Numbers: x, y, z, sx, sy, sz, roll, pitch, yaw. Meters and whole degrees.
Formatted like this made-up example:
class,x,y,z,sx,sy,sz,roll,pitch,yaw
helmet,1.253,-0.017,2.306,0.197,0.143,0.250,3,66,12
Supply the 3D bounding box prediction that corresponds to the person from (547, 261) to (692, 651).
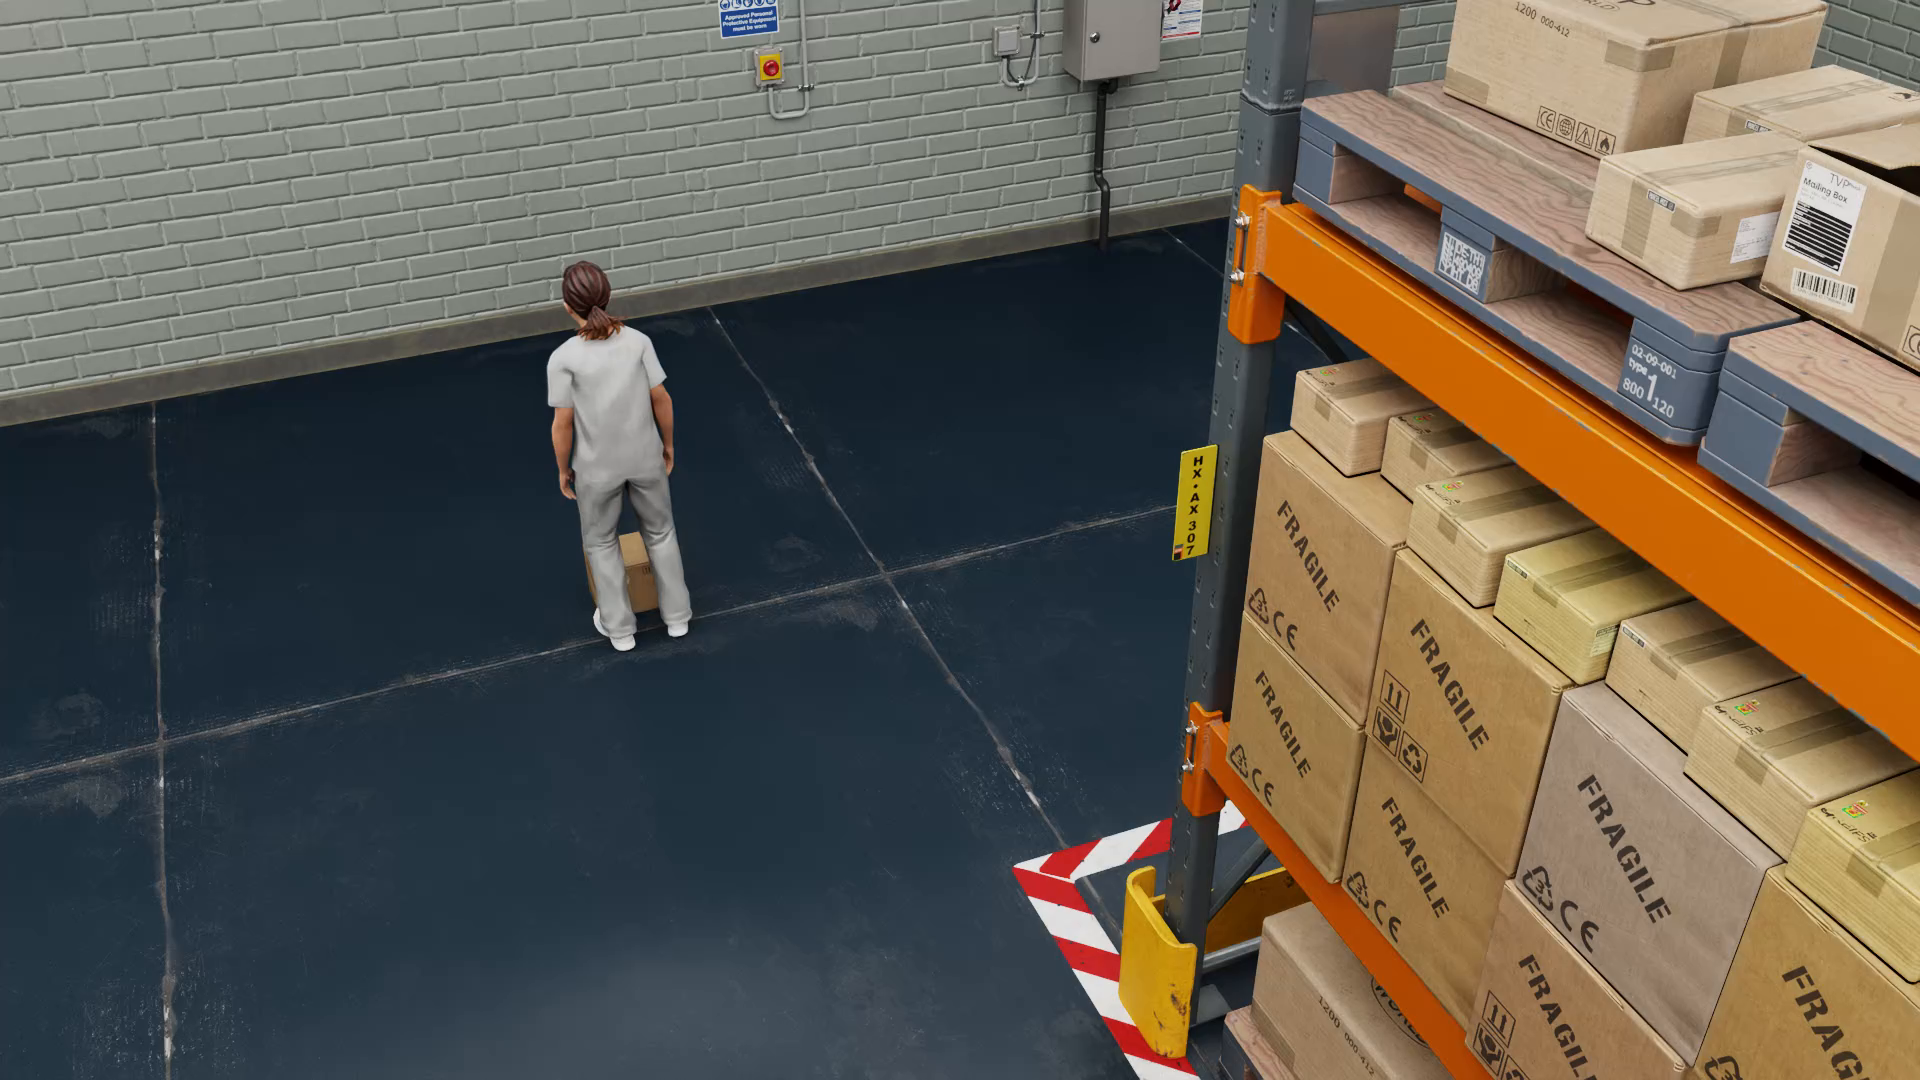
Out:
class,x,y,z,sx,sy,sz,roll,pitch,yaw
person,-1.359,-0.311,6.611,0.501,1.671,0.362,-15,36,-21
